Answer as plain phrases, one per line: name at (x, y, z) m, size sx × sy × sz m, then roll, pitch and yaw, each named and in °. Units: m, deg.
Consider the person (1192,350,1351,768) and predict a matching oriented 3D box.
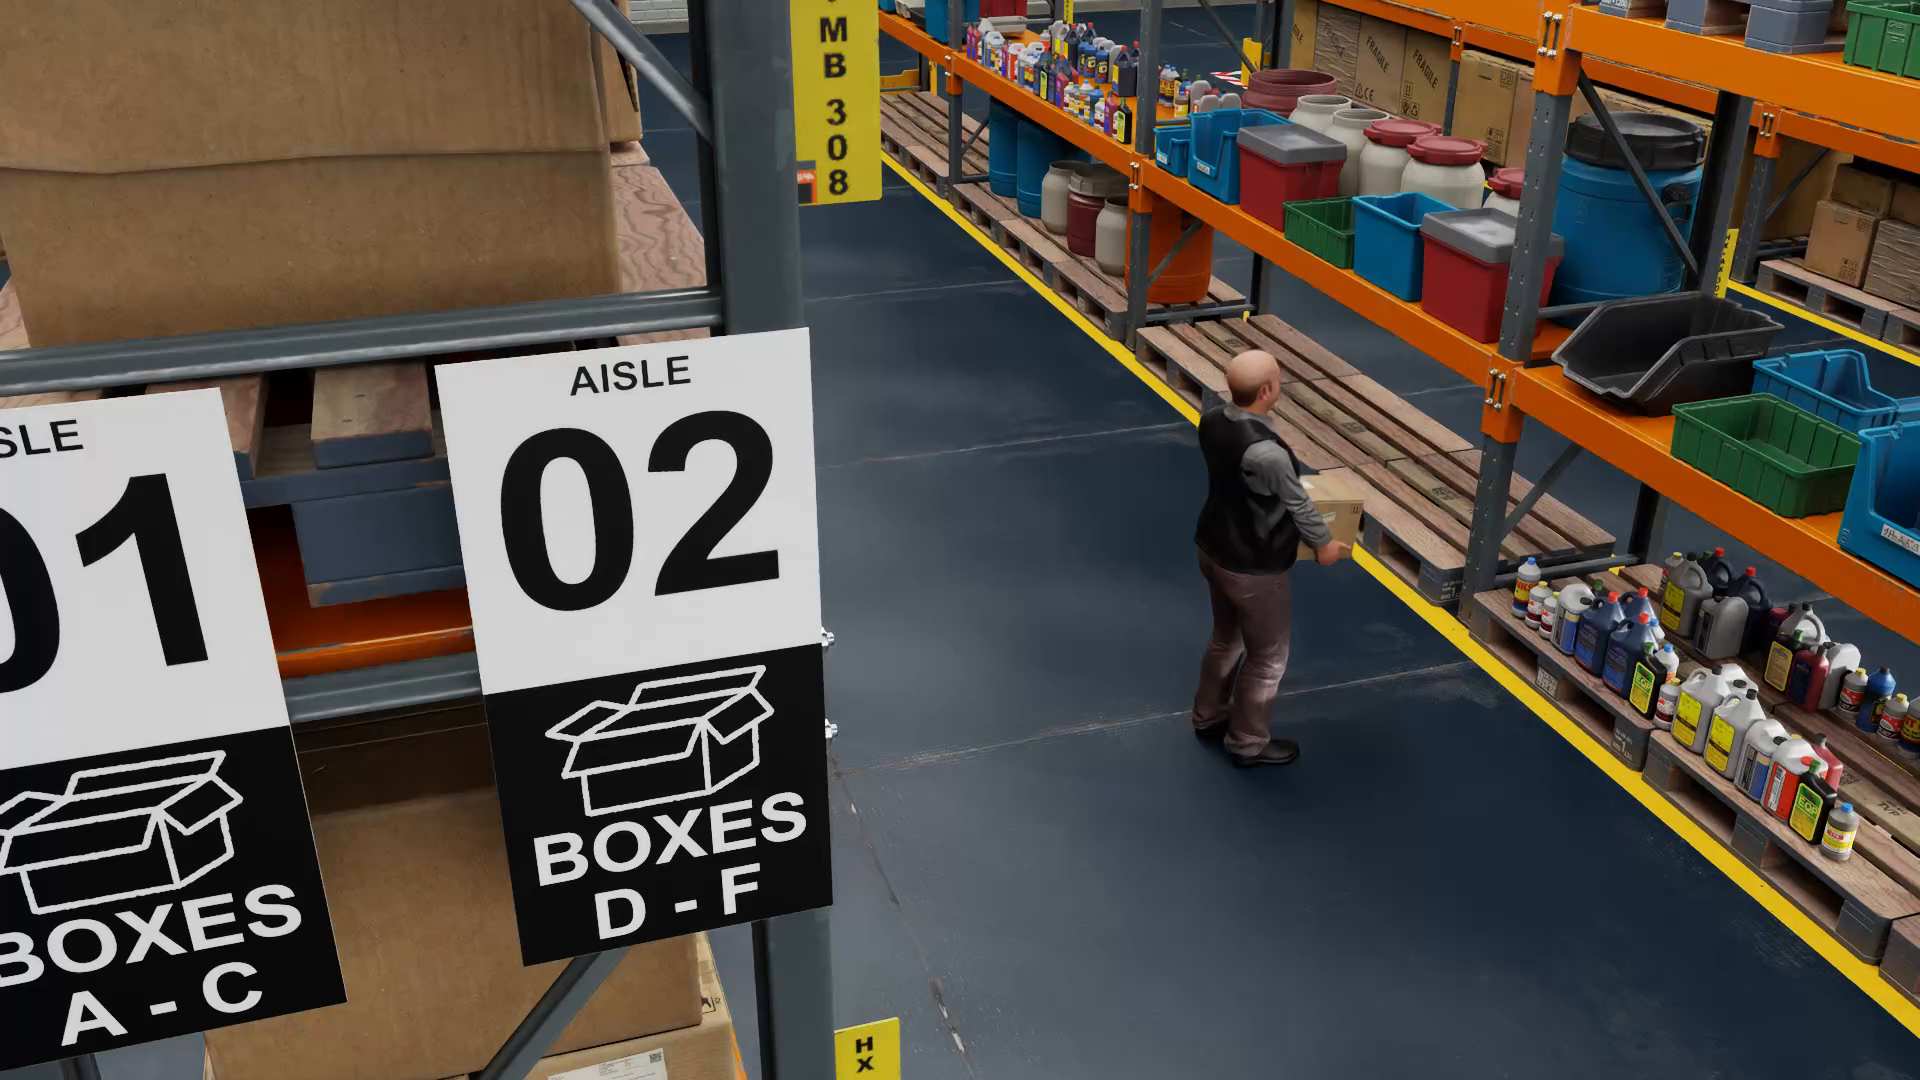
person at (1.203, 0.064, 6.519) m, size 0.555 × 1.718 × 0.495 m, roll -8°, pitch 27°, yaw -16°
